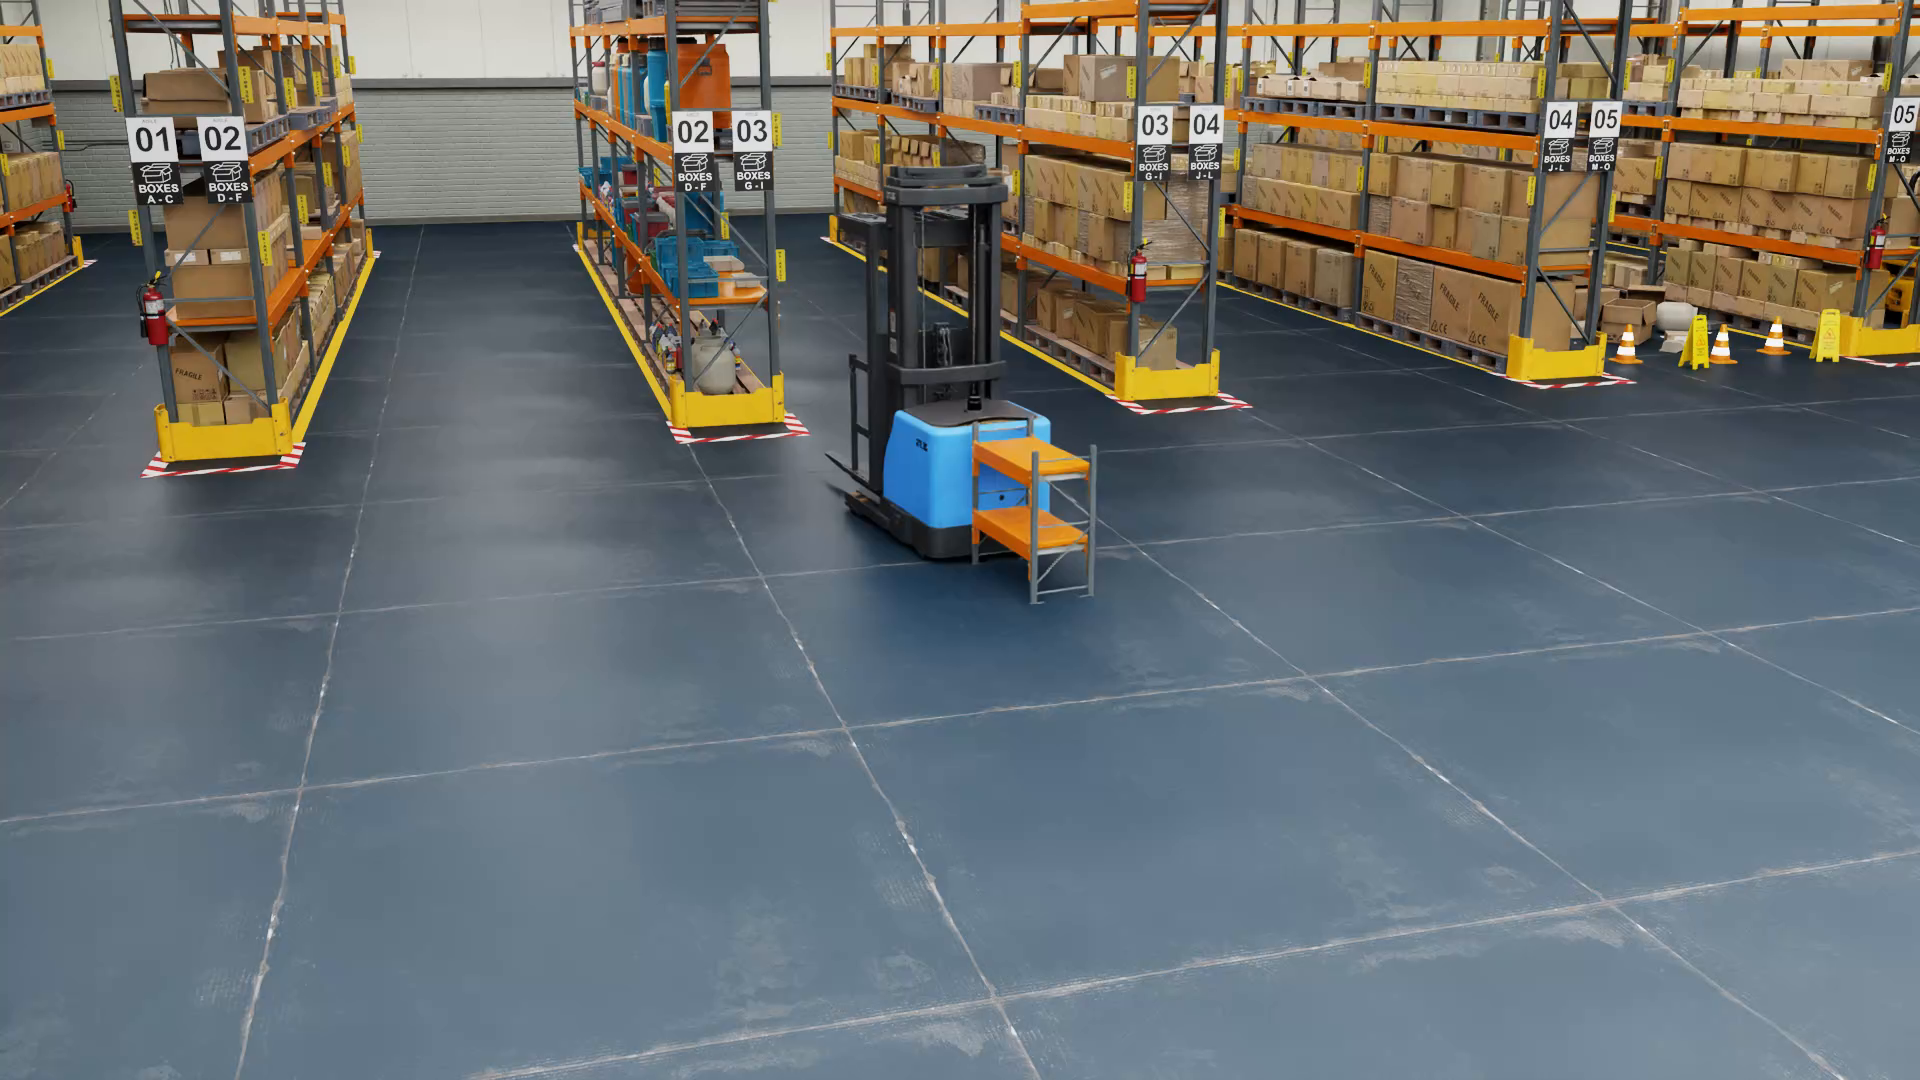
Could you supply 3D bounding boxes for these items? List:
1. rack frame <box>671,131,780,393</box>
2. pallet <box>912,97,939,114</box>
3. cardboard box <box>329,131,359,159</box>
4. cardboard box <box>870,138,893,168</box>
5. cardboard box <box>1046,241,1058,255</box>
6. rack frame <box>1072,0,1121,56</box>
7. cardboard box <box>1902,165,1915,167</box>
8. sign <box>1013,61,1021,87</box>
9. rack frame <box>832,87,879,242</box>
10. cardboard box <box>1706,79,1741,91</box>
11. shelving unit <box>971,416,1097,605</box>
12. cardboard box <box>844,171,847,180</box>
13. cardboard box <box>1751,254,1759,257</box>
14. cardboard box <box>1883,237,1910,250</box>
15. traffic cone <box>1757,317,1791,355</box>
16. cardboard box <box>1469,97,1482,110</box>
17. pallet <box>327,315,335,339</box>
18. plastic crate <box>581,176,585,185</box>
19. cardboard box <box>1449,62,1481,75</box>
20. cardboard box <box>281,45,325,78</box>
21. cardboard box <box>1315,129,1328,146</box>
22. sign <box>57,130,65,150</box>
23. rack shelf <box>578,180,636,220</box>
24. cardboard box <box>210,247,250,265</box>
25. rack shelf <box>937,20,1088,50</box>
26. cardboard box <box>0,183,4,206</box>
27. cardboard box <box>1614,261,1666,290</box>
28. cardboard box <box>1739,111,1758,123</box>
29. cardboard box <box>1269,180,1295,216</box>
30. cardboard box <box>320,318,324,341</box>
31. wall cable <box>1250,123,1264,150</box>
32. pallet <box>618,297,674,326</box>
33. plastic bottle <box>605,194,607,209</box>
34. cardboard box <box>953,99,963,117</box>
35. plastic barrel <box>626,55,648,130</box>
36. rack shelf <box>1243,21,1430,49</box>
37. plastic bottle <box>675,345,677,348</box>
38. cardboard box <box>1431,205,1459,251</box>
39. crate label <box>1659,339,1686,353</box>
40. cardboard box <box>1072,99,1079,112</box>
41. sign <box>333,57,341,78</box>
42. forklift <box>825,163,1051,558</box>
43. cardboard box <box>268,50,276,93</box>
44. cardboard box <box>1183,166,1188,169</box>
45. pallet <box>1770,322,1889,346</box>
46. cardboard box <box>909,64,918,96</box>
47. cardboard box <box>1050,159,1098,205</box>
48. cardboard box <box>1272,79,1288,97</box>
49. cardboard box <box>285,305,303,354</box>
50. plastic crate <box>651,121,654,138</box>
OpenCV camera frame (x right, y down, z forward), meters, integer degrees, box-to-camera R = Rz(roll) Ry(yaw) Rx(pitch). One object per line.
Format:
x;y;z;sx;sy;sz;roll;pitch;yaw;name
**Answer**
-2.392;-2.674;17.141;1.000;3.000;0.127;-5;17;-15;rack frame
-0.056;-6.799;25.986;1.213;0.211;1.003;-4;17;-13;pallet
-11.166;-7.135;30.079;0.500;0.500;0.500;-5;17;-16;cardboard box
-1.311;-6.921;29.719;0.500;0.500;0.500;-4;17;-14;cardboard box
1.299;-3.691;20.962;0.380;0.149;0.250;-5;17;-15;cardboard box
2.770;-10.729;33.528;1.000;3.000;0.127;-5;17;-15;rack frame
15.158;-5.927;26.667;0.380;0.149;0.250;-5;17;-15;cardboard box
0.738;-6.000;21.416;0.100;0.325;0.005;-5;17;-15;sign
-2.027;-7.492;33.178;1.000;3.000;0.127;-5;17;-15;rack frame
10.735;-6.398;23.373;0.380;0.149;0.250;-5;18;-17;cardboard box
0.530;-0.238;12.290;0.538;1.125;1.048;-7;18;-23;shelving unit
-2.031;-7.033;32.089;0.380;0.149;0.250;-5;17;-16;cardboard box
11.503;-3.775;23.552;0.500;0.500;0.500;-4;17;-12;cardboard box
12.004;-3.839;21.457;0.380;0.149;0.250;-5;17;-15;cardboard box
10.540;-2.651;21.475;0.336;0.463;0.334;-5;17;-15;traffic cone
6.470;-5.342;20.342;0.380;0.149;0.250;-5;17;-16;cardboard box
-9.166;-2.930;22.841;1.003;0.211;1.213;-5;17;-15;pallet
-6.843;-6.625;30.648;0.250;0.136;0.298;-5;17;-15;plastic crate
6.329;-5.866;20.698;0.380;0.149;0.250;-5;17;-15;cardboard box
-10.624;-7.698;26.739;0.700;0.500;0.500;-5;17;-15;cardboard box
7.657;-8.362;34.166;0.500;0.500;0.500;-5;17;-16;cardboard box
-15.789;-7.024;29.197;0.100;0.325;0.005;-5;17;-15;sign
-6.240;-6.202;30.137;1.077;0.370;4.000;-5;17;-15;rack shelf
-7.057;-2.768;16.151;0.380;0.149;0.250;-5;17;-16;cardboard box
0.721;-7.063;23.268;1.077;0.370;4.000;-5;17;-15;rack shelf
-14.846;-5.303;25.165;0.500;0.500;0.500;-5;17;-16;cardboard box
10.653;-4.043;25.537;0.950;0.372;0.625;-4;17;-15;cardboard box
10.919;-5.803;22.779;0.380;0.149;0.250;-5;17;-16;cardboard box
5.113;-5.265;25.593;0.500;0.500;0.500;-5;17;-15;cardboard box
-8.412;-2.690;21.243;0.500;0.250;0.500;-5;18;-17;cardboard box
7.290;-10.435;41.211;0.588;1.984;0.122;-5;17;-15;wall cable
-4.415;-3.334;24.186;1.003;0.211;1.213;-5;17;-15;pallet
-5.579;-5.392;26.414;0.097;0.271;0.097;0;17;0;plastic bottle
0.197;-6.351;24.429;0.500;0.250;0.500;-4;17;-14;cardboard box
-3.840;-5.581;20.732;0.600;0.901;0.708;-5;17;-15;plastic barrel
5.518;-7.427;24.480;1.077;0.370;4.000;-5;17;-15;rack shelf
-3.345;-2.196;19.647;0.097;0.201;0.097;0;17;0;plastic bottle
6.631;-4.060;21.492;0.875;0.550;0.500;-5;17;-15;cardboard box
9.290;-2.526;21.624;0.298;0.136;0.250;16;23;42;crate label
1.562;-5.188;19.862;0.380;0.149;0.250;-4;17;-14;cardboard box
-9.921;-7.521;26.478;0.100;0.325;0.005;-5;17;-15;sign
-0.336;-1.643;13.827;1.130;2.935;3.031;-7;18;-23;forklift
-8.565;-5.645;20.043;0.500;0.500;0.500;-3;17;-10;cardboard box
4.038;-6.324;28.479;0.380;0.149;0.250;-4;17;-14;cardboard box
11.688;-2.762;22.282;1.003;0.211;1.213;-5;17;-15;pallet
-0.410;-7.529;27.180;0.797;0.503;0.637;-5;17;-16;cardboard box
1.426;-4.420;20.525;0.500;0.500;0.500;-5;17;-15;cardboard box
5.093;-6.901;25.354;0.500;0.250;0.500;-4;17;-14;cardboard box
-7.791;-2.383;18.919;0.500;0.500;0.500;-5;17;-15;cardboard box
-3.320;-4.658;18.899;0.336;0.188;0.450;-5;17;-15;plastic crate
